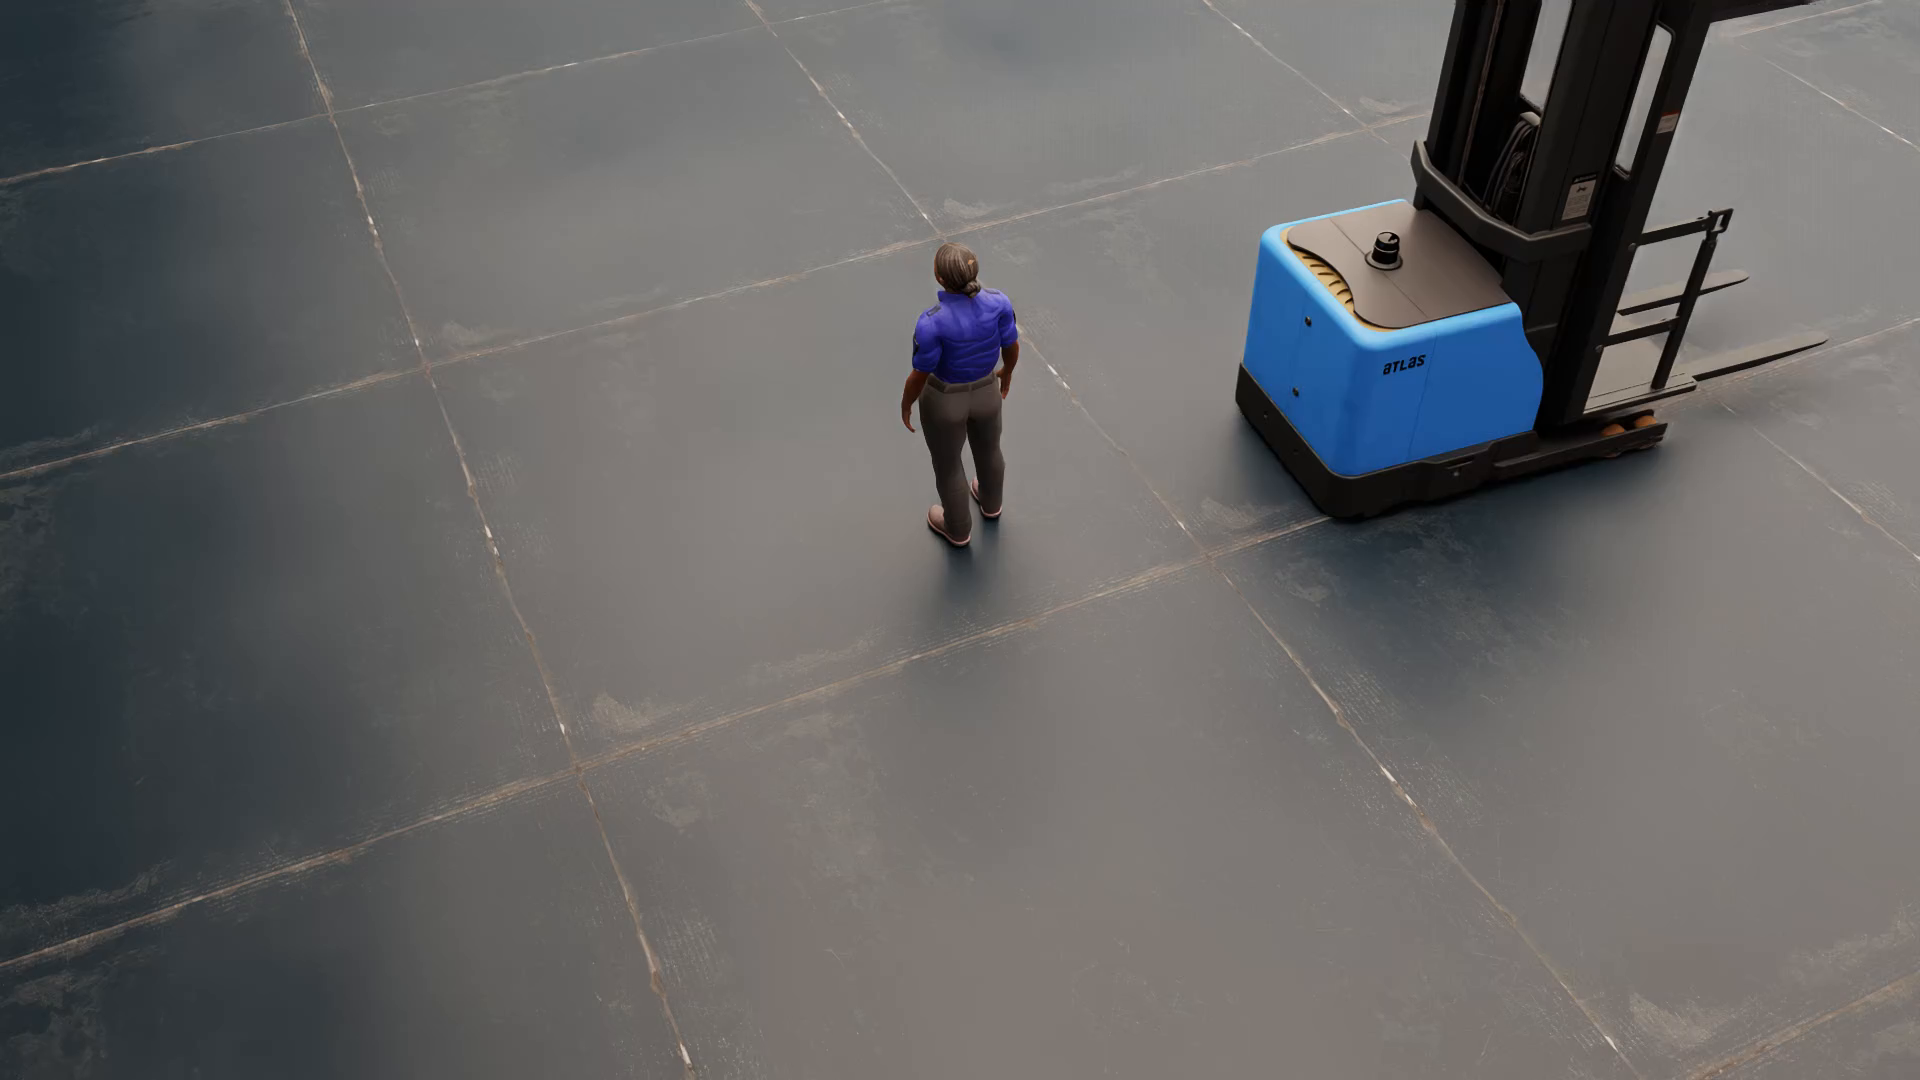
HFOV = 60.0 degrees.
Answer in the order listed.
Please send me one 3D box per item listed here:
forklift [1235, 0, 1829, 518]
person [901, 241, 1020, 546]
[{"bbox_3d":[2.975,-1.805,7.614,3.031,2.935,1.130,-14,45,-15],"label":"forklift"},{"bbox_3d":[-0.018,-0.670,7.323,0.569,1.654,0.504,-18,46,-18],"label":"person"}]
